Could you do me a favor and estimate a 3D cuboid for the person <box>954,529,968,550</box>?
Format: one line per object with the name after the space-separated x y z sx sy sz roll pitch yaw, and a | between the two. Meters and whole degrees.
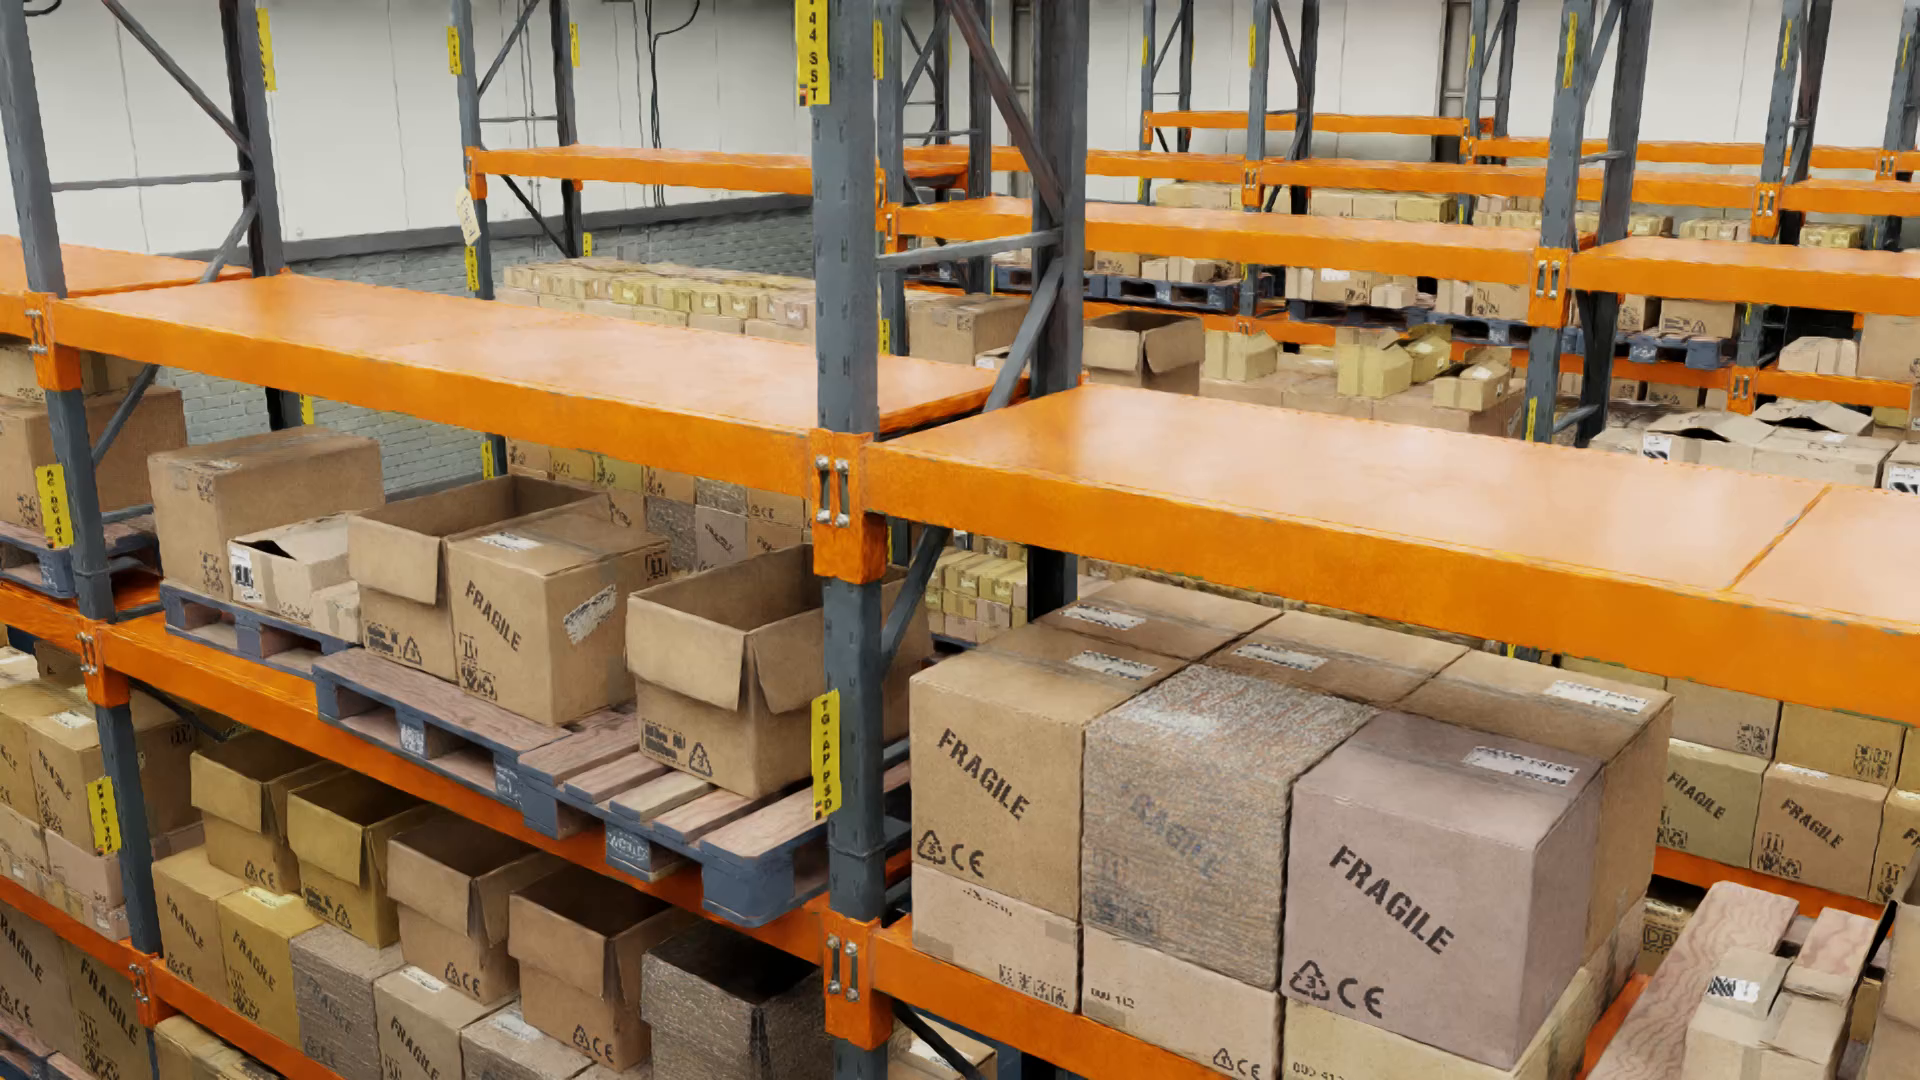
-0.167 -0.056 14.732 0.706 1.786 0.639 6 17 20 | person
